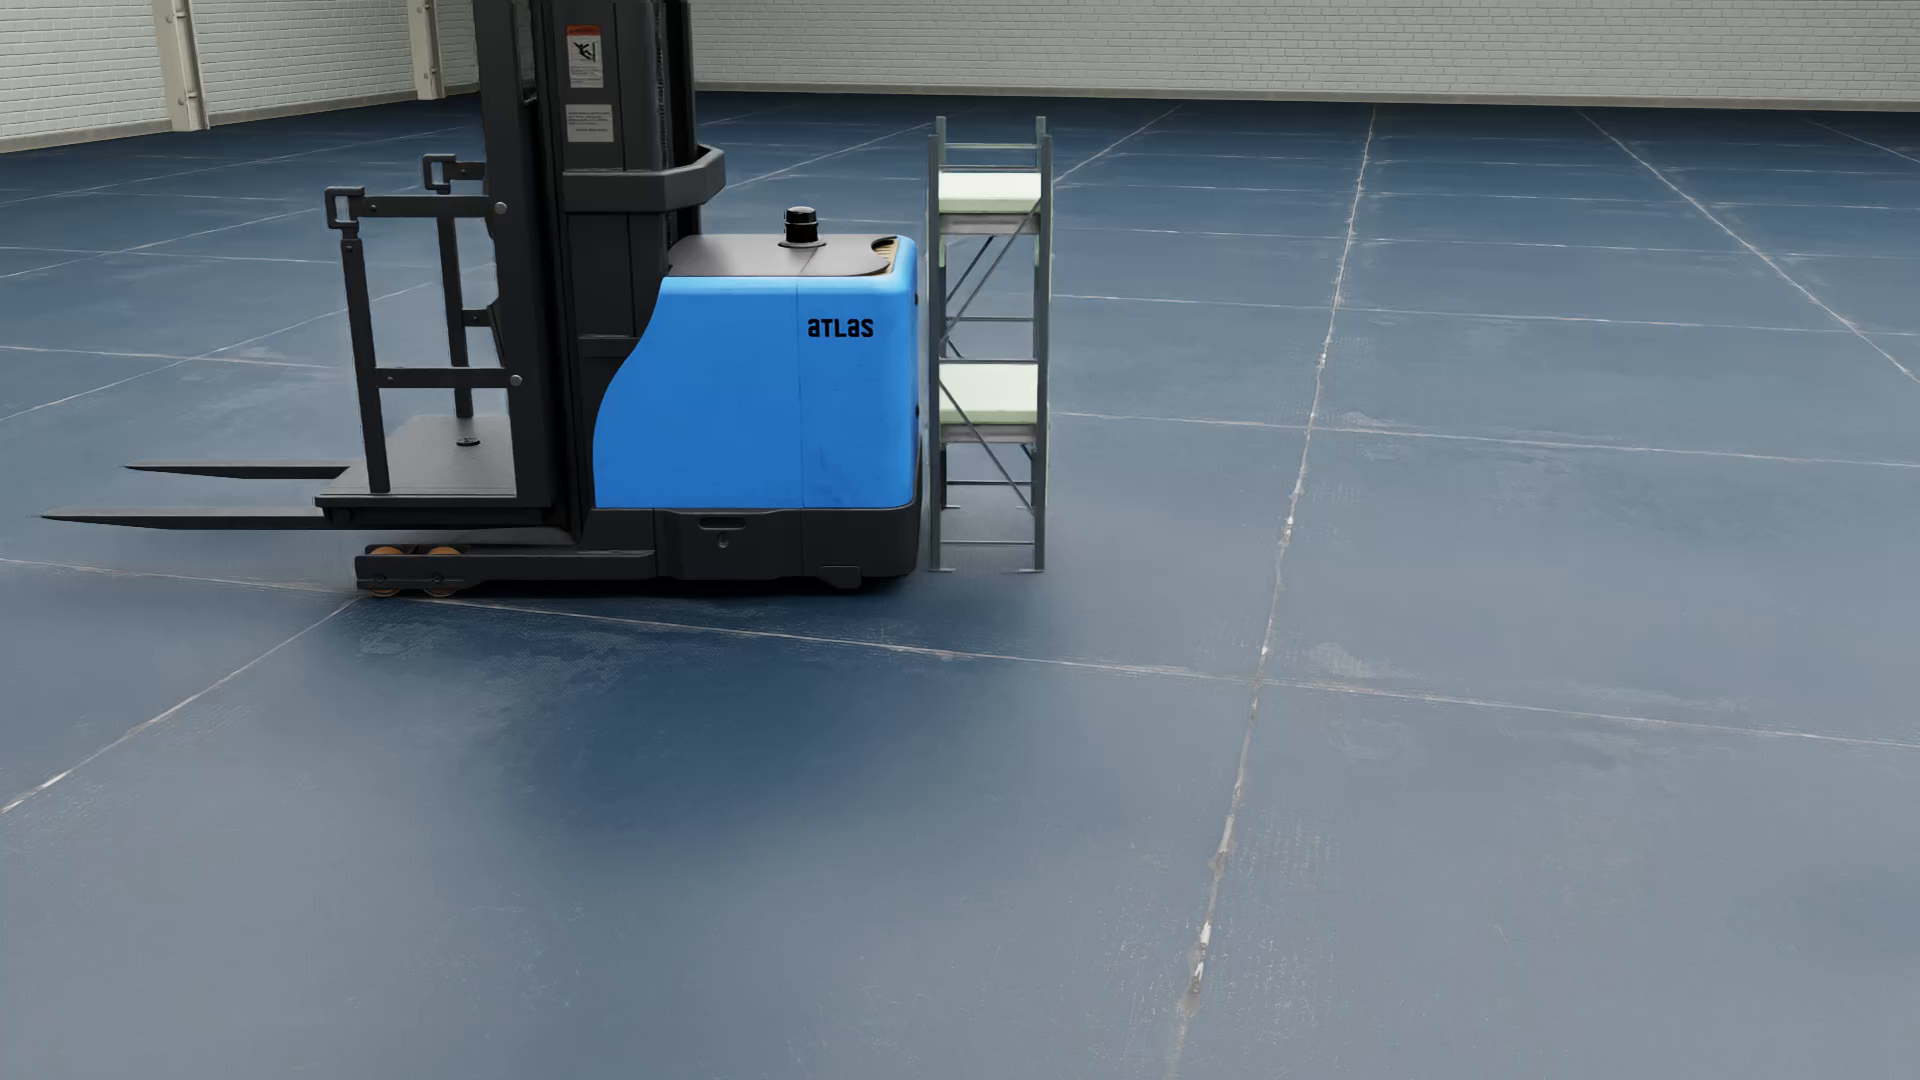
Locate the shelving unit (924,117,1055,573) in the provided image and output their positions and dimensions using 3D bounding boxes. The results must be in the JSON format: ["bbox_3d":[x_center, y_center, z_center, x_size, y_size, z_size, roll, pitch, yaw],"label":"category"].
[{"bbox_3d":[0.104,-0.716,5.962,0.431,1.500,0.755,0,19,1],"label":"shelving unit"}]

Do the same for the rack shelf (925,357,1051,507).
[{"bbox_3d":[0.104,-0.407,6.068,0.431,0.370,0.720,0,19,1],"label":"rack shelf"}]

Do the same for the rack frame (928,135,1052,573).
[{"bbox_3d":[0.096,-0.597,5.616,0.400,1.500,0.023,0,19,1],"label":"rack frame"}]

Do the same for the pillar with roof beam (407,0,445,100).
[{"bbox_3d":[-4.658,-11.287,25.312,9.100,9.000,0.400,5,19,13],"label":"pillar with roof beam"}]

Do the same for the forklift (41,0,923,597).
[{"bbox_3d":[-1.663,-1.365,5.649,3.031,2.935,1.130,0,19,0],"label":"forklift"}]

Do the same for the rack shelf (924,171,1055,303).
[{"bbox_3d":[0.104,-1.085,5.836,0.431,0.370,0.720,0,19,1],"label":"rack shelf"}]

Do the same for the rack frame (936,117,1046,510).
[{"bbox_3d":[0.113,-0.834,6.308,0.400,1.500,0.023,0,19,1],"label":"rack frame"}]

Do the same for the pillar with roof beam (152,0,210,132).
[{"bbox_3d":[-6.124,-9.407,19.806,9.100,9.000,0.400,5,19,13],"label":"pillar with roof beam"}]
